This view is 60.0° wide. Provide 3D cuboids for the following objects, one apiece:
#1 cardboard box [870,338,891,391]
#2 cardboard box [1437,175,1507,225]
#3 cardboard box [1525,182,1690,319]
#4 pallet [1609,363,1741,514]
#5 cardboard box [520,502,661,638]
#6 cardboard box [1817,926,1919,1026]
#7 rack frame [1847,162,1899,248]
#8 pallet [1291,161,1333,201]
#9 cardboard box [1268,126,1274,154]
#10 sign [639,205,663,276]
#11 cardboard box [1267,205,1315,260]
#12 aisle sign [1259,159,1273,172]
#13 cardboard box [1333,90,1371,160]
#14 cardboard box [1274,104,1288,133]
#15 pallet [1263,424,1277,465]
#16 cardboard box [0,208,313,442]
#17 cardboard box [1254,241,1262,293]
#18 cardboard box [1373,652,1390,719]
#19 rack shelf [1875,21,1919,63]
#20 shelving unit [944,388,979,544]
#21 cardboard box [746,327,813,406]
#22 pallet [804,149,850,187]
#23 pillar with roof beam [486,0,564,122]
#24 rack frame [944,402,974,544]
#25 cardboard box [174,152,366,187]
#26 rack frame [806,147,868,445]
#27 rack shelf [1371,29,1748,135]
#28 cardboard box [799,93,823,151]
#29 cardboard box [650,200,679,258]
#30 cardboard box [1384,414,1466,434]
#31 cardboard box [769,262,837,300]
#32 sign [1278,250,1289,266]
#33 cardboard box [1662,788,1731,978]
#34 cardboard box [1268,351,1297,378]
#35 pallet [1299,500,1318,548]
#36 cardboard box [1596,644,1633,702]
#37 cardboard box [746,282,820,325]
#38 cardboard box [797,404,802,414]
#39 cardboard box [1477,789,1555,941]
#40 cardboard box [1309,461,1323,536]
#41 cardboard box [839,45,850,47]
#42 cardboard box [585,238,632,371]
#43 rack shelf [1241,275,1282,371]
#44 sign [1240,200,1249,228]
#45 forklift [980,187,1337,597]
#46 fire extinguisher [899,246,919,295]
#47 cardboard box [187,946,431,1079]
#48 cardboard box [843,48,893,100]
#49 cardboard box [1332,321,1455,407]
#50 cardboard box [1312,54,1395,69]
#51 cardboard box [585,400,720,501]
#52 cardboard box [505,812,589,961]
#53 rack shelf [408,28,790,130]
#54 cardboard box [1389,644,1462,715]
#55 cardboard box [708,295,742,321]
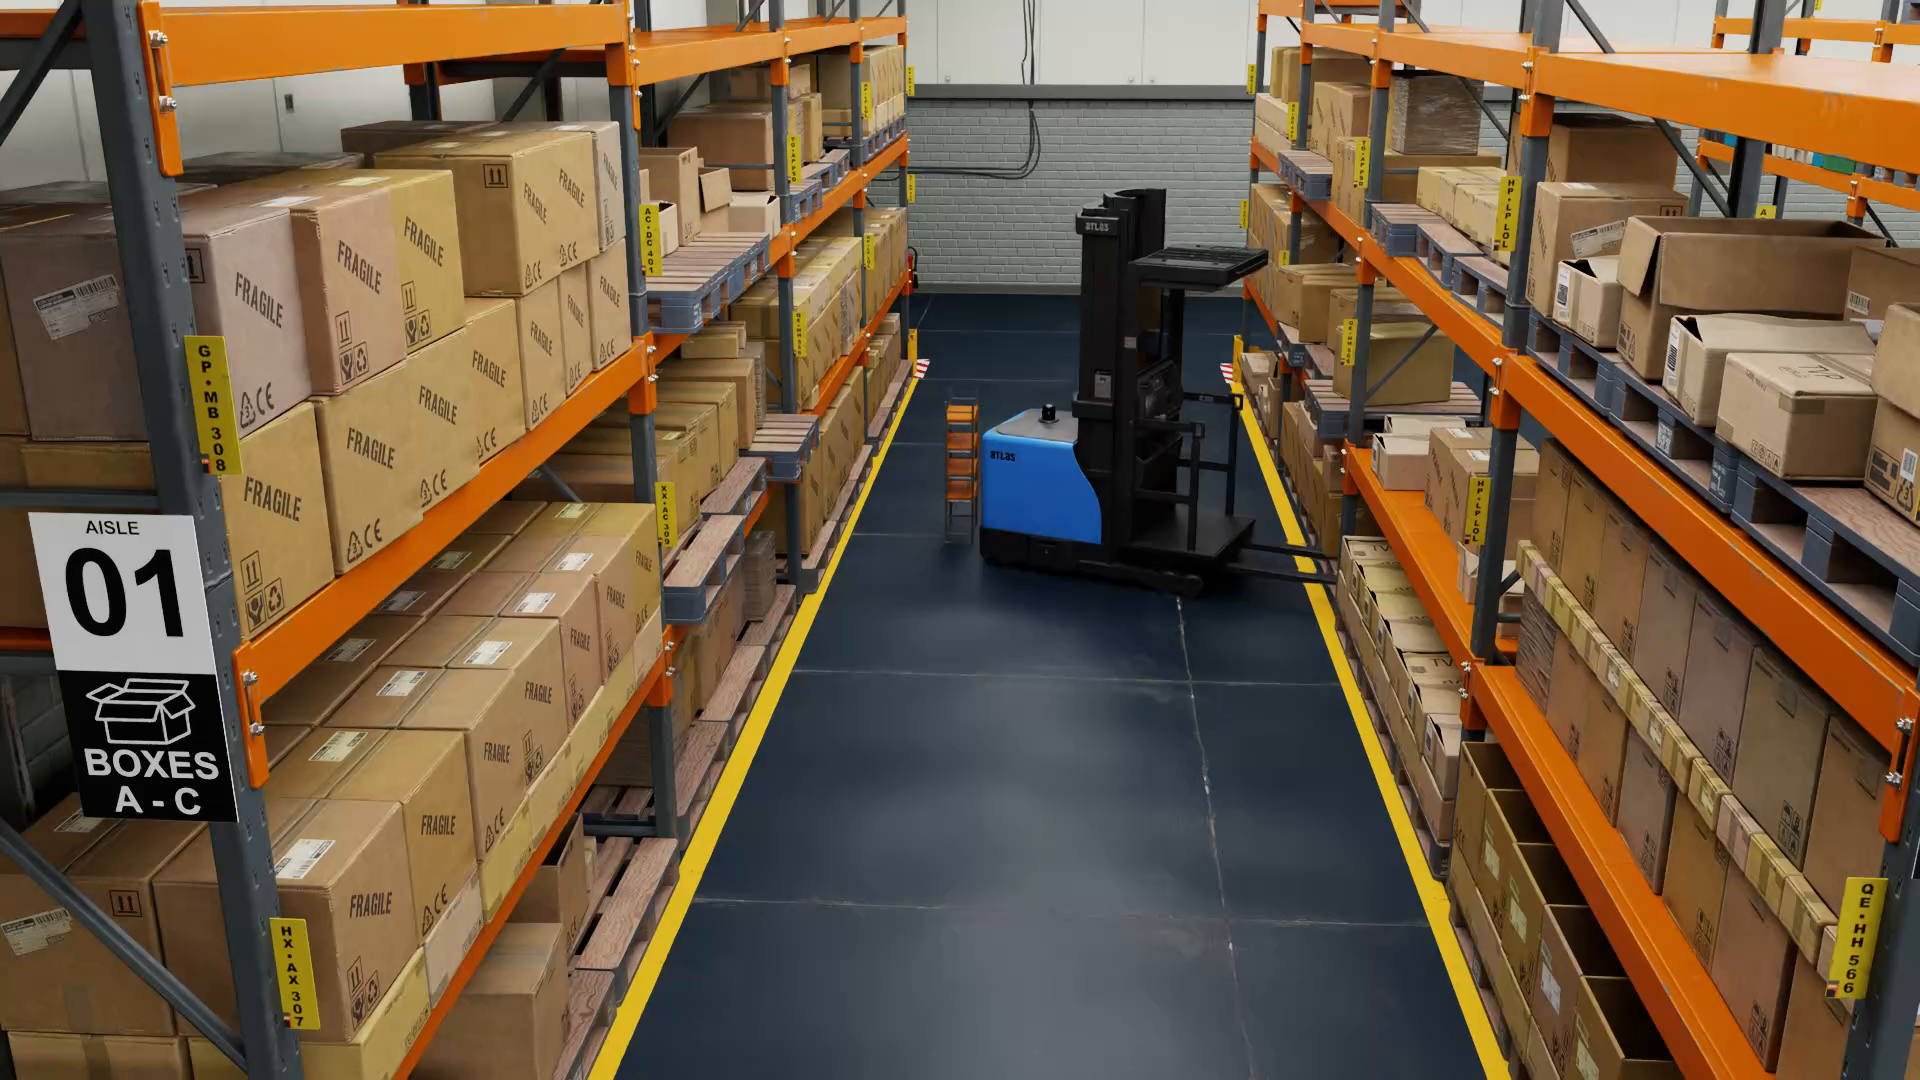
[{"bbox_3d":[-1.136,-1.929,18.332,0.700,0.500,0.500,1,18,2],"label":"cardboard box"},{"bbox_3d":[3.258,-2.103,10.272,0.500,0.250,0.500,2,18,5],"label":"cardboard box"},{"bbox_3d":[2.668,-1.201,6.893,0.500,0.500,0.500,3,18,8],"label":"cardboard box"},{"bbox_3d":[2.842,-0.352,5.505,1.003,0.211,1.213,1,18,4],"label":"pallet"},{"bbox_3d":[-1.700,0.138,7.690,0.500,0.500,0.500,1,18,4],"label":"cardboard box"},{"bbox_3d":[2.518,1.152,4.389,0.380,0.149,0.250,1,18,3],"label":"cardboard box"},{"bbox_3d":[8.481,-1.985,15.164,1.000,3.000,0.127,1,18,4],"label":"rack frame"},{"bbox_3d":[3.353,-2.910,13.470,1.213,0.211,1.003,1,18,4],"label":"pallet"},{"bbox_3d":[3.424,-4.074,16.961,0.500,0.250,0.500,1,18,4],"label":"cardboard box"},{"bbox_3d":[-1.432,-1.383,7.679,0.100,0.325,0.005,1,18,4],"label":"sign"},{"bbox_3d":[3.389,-3.098,16.794,0.500,0.500,0.500,1,18,4],"label":"cardboard box"},{"bbox_3d":[3.539,-4.602,18.976,0.394,0.787,0.004,1,18,4],"label":"aisle sign"},{"bbox_3d":[3.338,-3.248,13.204,0.600,0.600,0.600,1,18,2],"label":"cardboard box"},{"bbox_3d":[3.382,-4.156,16.410,0.500,0.250,0.500,1,18,4],"label":"cardboard box"},{"bbox_3d":[3.591,-0.985,16.590,1.003,0.211,1.213,1,18,4],"label":"pallet"},{"bbox_3d":[-1.991,-0.551,4.172,0.500,0.500,0.500,0,18,0],"label":"cardboard box"},{"bbox_3d":[3.462,-2.938,17.913,0.500,0.500,0.500,1,18,4],"label":"cardboard box"},{"bbox_3d":[2.820,0.886,10.144,0.500,0.250,0.500,2,18,5],"label":"cardboard box"},{"bbox_3d":[8.338,-3.683,12.508,1.077,0.370,4.000,1,18,4],"label":"rack shelf"},{"bbox_3d":[0.012,-0.622,13.893,0.258,1.200,0.503,1,18,4],"label":"shelving unit"},{"bbox_3d":[-1.397,-1.307,12.425,0.500,0.500,0.500,2,18,6],"label":"cardboard box"},{"bbox_3d":[-1.417,-3.255,14.529,0.805,0.209,1.217,1,18,2],"label":"pallet"},{"bbox_3d":[1.651,-3.334,9.647,9.100,9.000,0.400,1,18,4],"label":"pillar with roof beam"},{"bbox_3d":[-0.006,-0.546,13.662,0.240,1.200,0.015,1,18,4],"label":"rack frame"},{"bbox_3d":[-2.362,-1.055,5.709,0.500,0.500,0.500,1,18,4],"label":"cardboard box"},{"bbox_3d":[-1.401,-2.206,15.839,1.000,3.000,0.127,1,18,4],"label":"rack frame"},{"bbox_3d":[3.110,-2.552,9.058,1.077,0.370,4.000,1,18,4],"label":"rack shelf"},{"bbox_3d":[-1.573,-3.617,14.461,0.700,0.500,0.500,0,18,1],"label":"cardboard box"},{"bbox_3d":[-1.811,-1.663,8.834,0.500,0.311,0.500,2,18,6],"label":"cardboard box"},{"bbox_3d":[3.184,-0.700,11.385,0.500,0.311,0.500,2,18,7],"label":"cardboard box"},{"bbox_3d":[-1.298,-2.135,13.746,0.500,0.250,0.500,1,18,3],"label":"cardboard box"},{"bbox_3d":[2.999,-2.518,15.400,0.100,0.325,0.005,1,18,4],"label":"sign"},{"bbox_3d":[2.801,1.121,5.525,0.700,0.500,0.500,1,18,4],"label":"cardboard box"},{"bbox_3d":[3.670,-1.703,17.606,0.797,0.503,0.637,1,18,4],"label":"cardboard box"},{"bbox_3d":[3.435,-0.138,14.006,1.003,0.211,1.213,1,18,4],"label":"pallet"},{"bbox_3d":[2.666,0.512,6.342,0.380,0.149,0.250,1,18,2],"label":"cardboard box"},{"bbox_3d":[-1.360,-1.821,12.788,0.500,0.250,0.500,1,18,3],"label":"cardboard box"},{"bbox_3d":[-1.406,-1.029,12.618,0.380,0.149,0.250,2,18,5],"label":"cardboard box"},{"bbox_3d":[2.594,1.431,7.275,0.500,0.500,0.500,1,18,4],"label":"cardboard box"},{"bbox_3d":[3.124,-0.332,13.427,0.500,0.500,0.500,1,18,2],"label":"cardboard box"},{"bbox_3d":[-1.407,-5.185,18.313,0.500,0.500,0.500,1,18,2],"label":"cardboard box"},{"bbox_3d":[-1.764,-1.041,7.272,0.500,0.500,0.500,2,18,5],"label":"cardboard box"},{"bbox_3d":[3.684,-2.376,17.512,1.077,0.370,4.000,1,18,4],"label":"rack shelf"},{"bbox_3d":[3.286,-3.763,19.198,0.100,0.325,0.005,1,18,4],"label":"sign"},{"bbox_3d":[1.715,-1.148,12.718,3.031,2.935,1.130,8,20,24],"label":"forklift"},{"bbox_3d":[-0.643,-3.271,19.812,0.296,0.674,0.183,1,18,4],"label":"fire extinguisher"},{"bbox_3d":[-1.909,1.438,4.926,0.500,0.250,0.500,1,18,2],"label":"cardboard box"},{"bbox_3d":[-0.970,-4.855,17.308,0.500,0.500,0.500,0,18,1],"label":"cardboard box"},{"bbox_3d":[3.187,-1.300,12.237,0.700,0.500,0.500,-5,19,-15],"label":"cardboard box"},{"bbox_3d":[3.715,-4.349,15.794,0.700,0.500,0.500,1,18,4],"label":"cardboard box"},{"bbox_3d":[-1.840,-0.514,9.807,0.700,0.500,0.500,4,19,11],"label":"cardboard box"},{"bbox_3d":[-2.009,1.581,7.590,0.500,0.500,0.500,0,18,0],"label":"cardboard box"},{"bbox_3d":[-1.831,-2.662,9.392,1.077,0.370,4.000,1,18,4],"label":"rack shelf"},{"bbox_3d":[2.779,0.780,9.567,0.500,0.311,0.500,1,18,4],"label":"cardboard box"},{"bbox_3d":[-1.914,-1.665,12.313,0.500,0.250,0.500,2,18,5],"label":"cardboard box"}]
